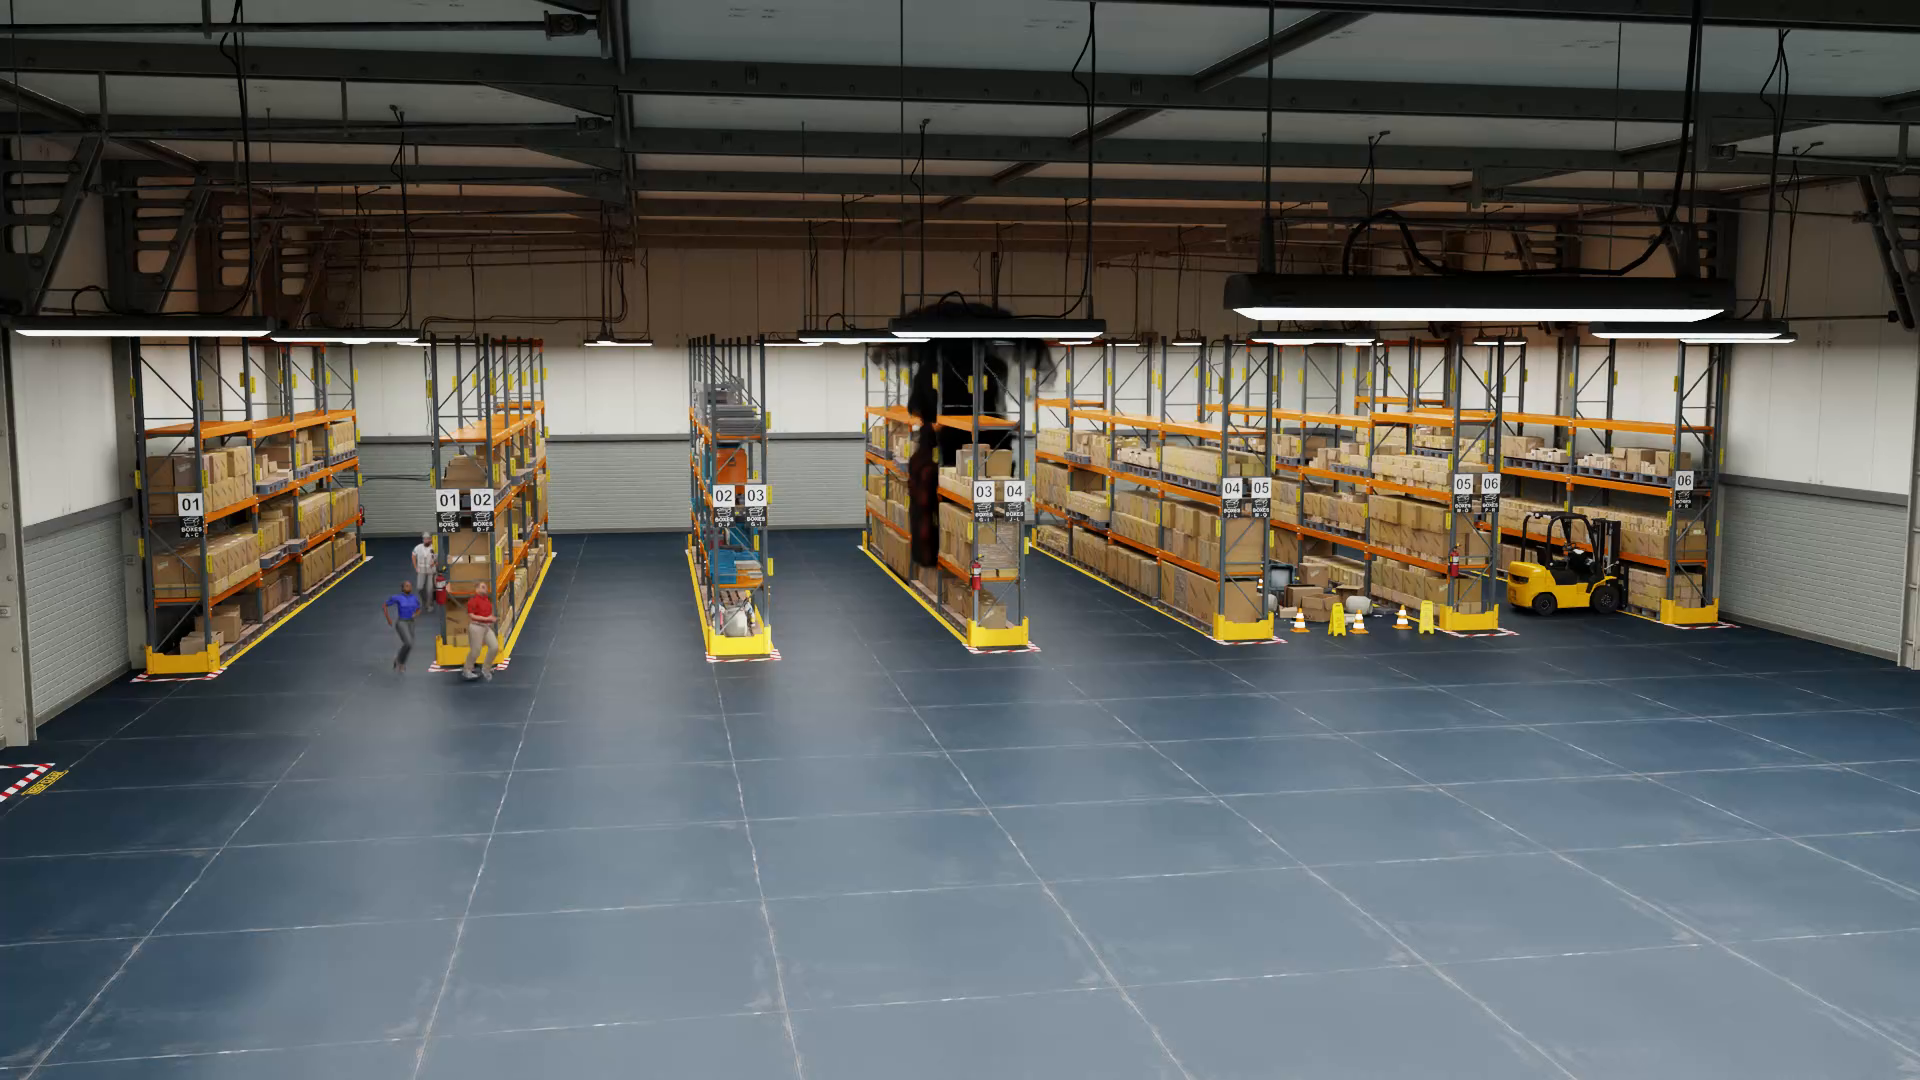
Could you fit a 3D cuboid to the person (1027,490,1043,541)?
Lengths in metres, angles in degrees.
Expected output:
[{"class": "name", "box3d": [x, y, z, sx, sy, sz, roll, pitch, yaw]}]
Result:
[{"class": "person", "box3d": [2.319, -0.904, 49.937, 0.894, 1.779, 0.695, -5, 8, -37]}]

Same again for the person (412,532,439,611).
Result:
[{"class": "person", "box3d": [-11.648, 0.689, 36.360, 0.710, 1.757, 0.563, -1, 7, -7]}]

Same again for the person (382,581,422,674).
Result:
[{"class": "person", "box3d": [-9.836, 1.545, 29.544, 0.602, 1.641, 0.598, 4, 8, 32]}]

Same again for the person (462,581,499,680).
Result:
[{"class": "person", "box3d": [-8.277, 1.605, 28.809, 0.752, 1.802, 0.679, 2, 7, 20]}]
